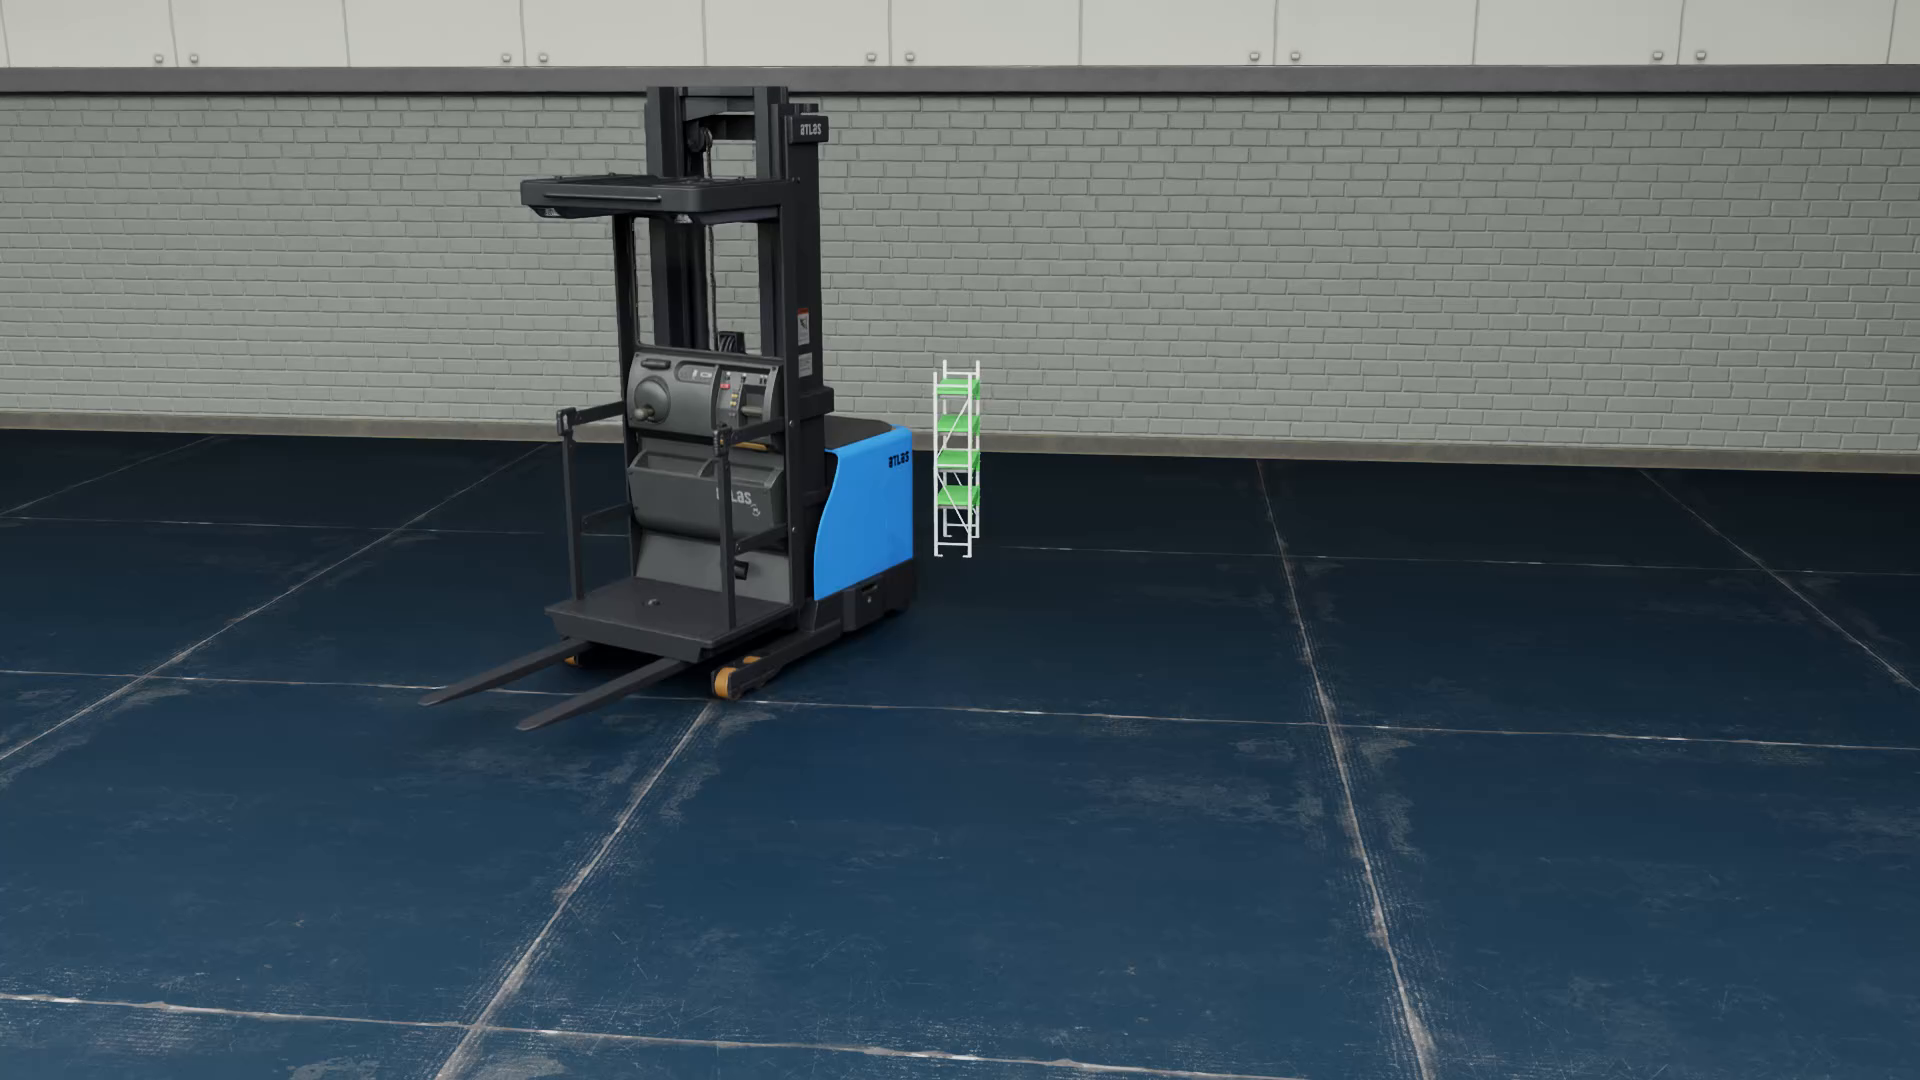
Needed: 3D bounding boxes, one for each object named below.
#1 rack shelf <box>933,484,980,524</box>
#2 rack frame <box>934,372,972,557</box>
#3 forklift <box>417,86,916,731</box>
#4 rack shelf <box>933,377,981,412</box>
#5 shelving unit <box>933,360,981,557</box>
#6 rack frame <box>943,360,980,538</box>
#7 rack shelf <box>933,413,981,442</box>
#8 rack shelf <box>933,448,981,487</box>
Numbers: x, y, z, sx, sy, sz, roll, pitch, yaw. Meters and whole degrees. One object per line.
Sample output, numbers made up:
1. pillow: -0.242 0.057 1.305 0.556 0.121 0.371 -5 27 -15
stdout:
1. rack shelf: -0.019 -0.243 10.926 0.258 0.148 0.480 2 15 6
2. rack frame: -0.046 -0.473 10.613 0.240 1.200 0.015 2 15 6
3. forklift: -1.427 -0.757 8.345 1.130 2.935 3.031 9 17 29
4. rack shelf: -0.019 -0.938 10.738 0.258 0.148 0.480 2 15 6
5. shelving unit: -0.019 -0.536 10.847 0.258 1.200 0.503 2 15 6
6. rack frame: 0.009 -0.600 11.081 0.240 1.200 0.015 2 15 6
7. rack shelf: -0.019 -0.706 10.801 0.258 0.148 0.480 2 15 6
8. rack shelf: -0.019 -0.475 10.863 0.258 0.148 0.480 2 15 6
